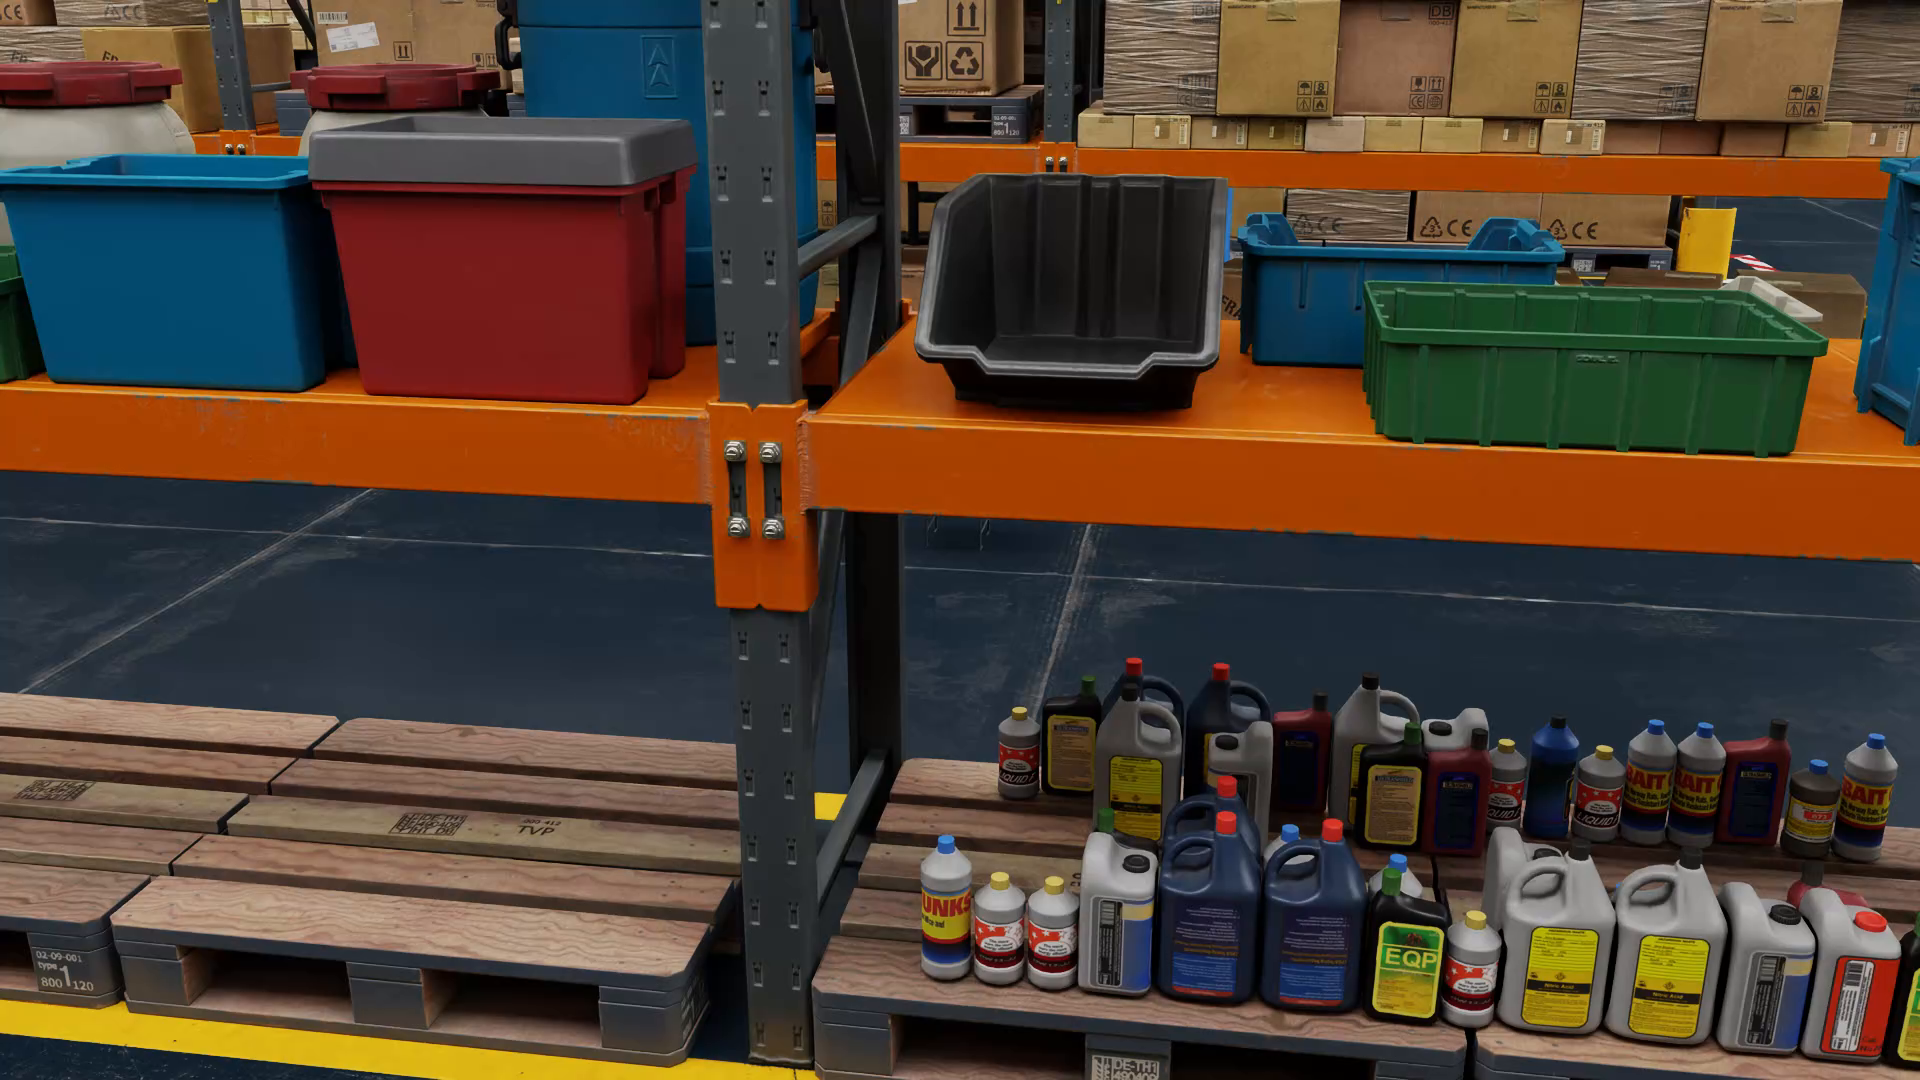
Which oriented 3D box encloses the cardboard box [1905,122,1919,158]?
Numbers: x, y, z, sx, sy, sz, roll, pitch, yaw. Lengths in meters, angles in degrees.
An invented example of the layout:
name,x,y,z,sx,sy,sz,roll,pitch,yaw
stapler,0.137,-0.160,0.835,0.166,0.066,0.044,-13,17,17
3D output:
name,x,y,z,sx,sy,sz,roll,pitch,yaw
cardboard box,4.150,-1.735,7.157,0.250,0.149,0.380,3,19,9

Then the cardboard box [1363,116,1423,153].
name,x,y,z,sx,sy,sz,roll,pitch,yaw
cardboard box,1.918,-1.826,7.430,0.250,0.149,0.380,3,19,9

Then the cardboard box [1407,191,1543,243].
name,x,y,z,sx,sy,sz,roll,pitch,yaw
cardboard box,3.802,-2.702,12.337,0.875,0.875,0.875,3,19,8

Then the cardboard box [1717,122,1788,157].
name,x,y,z,sx,sy,sz,roll,pitch,yaw
cardboard box,3.404,-1.762,7.236,0.250,0.149,0.380,3,19,9

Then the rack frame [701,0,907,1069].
name,x,y,z,sx,sy,sz,roll,pitch,yaw
rack frame,-0.271,-0.554,3.231,0.127,3.000,1.000,3,19,9

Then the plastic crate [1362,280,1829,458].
name,x,y,z,sx,sy,sz,roll,pitch,yaw
plastic crate,1.025,-0.297,2.797,0.662,0.188,0.450,3,19,9

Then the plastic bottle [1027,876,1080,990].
name,x,y,z,sx,sy,sz,roll,pitch,yaw
plastic bottle,0.175,0.728,3.117,0.097,0.201,0.097,0,18,0

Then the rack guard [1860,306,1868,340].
name,x,y,z,sx,sy,sz,roll,pitch,yaw
rack guard,4.389,-0.723,7.675,0.348,0.500,1.175,3,19,9

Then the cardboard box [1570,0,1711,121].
name,x,y,z,sx,sy,sz,roll,pitch,yaw
cardboard box,2.926,-2.155,7.391,0.500,0.500,0.875,3,19,9

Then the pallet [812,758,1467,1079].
name,x,y,z,sx,sy,sz,roll,pitch,yaw
pallet,0.386,0.815,3.534,1.213,0.211,1.003,3,19,9

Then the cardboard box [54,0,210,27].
name,x,y,z,sx,sy,sz,roll,pitch,yaw
cardboard box,-4.154,-2.872,8.421,0.637,0.503,0.797,4,19,11

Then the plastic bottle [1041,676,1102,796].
name,x,y,z,sx,sy,sz,roll,pitch,yaw
plastic bottle,0.257,0.446,3.829,0.133,0.283,0.061,4,19,11

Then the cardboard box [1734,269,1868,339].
name,x,y,z,sx,sy,sz,roll,pitch,yaw
cardboard box,3.850,-0.955,7.707,0.500,0.500,0.500,7,20,19

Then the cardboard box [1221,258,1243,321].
name,x,y,z,sx,sy,sz,roll,pitch,yaw
cardboard box,1.470,-1.060,8.022,0.500,0.500,0.500,9,21,26

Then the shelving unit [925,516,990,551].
name,x,y,z,sx,sy,sz,roll,pitch,yaw
shelving unit,-0.008,-0.427,6.162,0.210,0.900,0.258,3,19,9

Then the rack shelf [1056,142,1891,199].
name,x,y,z,sx,sy,sz,roll,pitch,yaw
rack shelf,2.490,-1.664,7.682,4.000,0.370,1.077,3,19,9

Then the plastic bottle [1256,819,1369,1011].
name,x,y,z,sx,sy,sz,roll,pitch,yaw
plastic bottle,0.647,0.674,3.044,0.185,0.351,0.144,2,19,6

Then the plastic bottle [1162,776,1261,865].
name,x,y,z,sx,sy,sz,roll,pitch,yaw
plastic bottle,0.483,0.619,3.207,0.185,0.351,0.144,3,19,9

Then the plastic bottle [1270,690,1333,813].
name,x,y,z,sx,sy,sz,roll,pitch,yaw
plastic bottle,0.768,0.472,3.751,0.133,0.283,0.061,4,19,12

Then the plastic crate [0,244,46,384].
name,x,y,z,sx,sy,sz,roll,pitch,yaw
plastic crate,-2.035,-0.453,3.263,0.662,0.188,0.450,3,19,9

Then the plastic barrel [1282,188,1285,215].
name,x,y,z,sx,sy,sz,roll,pitch,yaw
plastic barrel,2.765,-2.856,14.172,0.512,0.421,0.421,-15,24,-38

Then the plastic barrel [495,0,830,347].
name,x,y,z,sx,sy,sz,roll,pitch,yaw
plastic barrel,-0.604,-0.906,3.494,0.708,0.901,0.600,3,19,9

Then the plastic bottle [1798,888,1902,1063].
name,x,y,z,sx,sy,sz,roll,pitch,yaw
plastic bottle,1.551,0.754,2.921,0.135,0.276,0.152,3,19,9

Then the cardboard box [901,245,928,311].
name,x,y,z,sx,sy,sz,roll,pitch,yaw
cardboard box,-0.088,-1.167,8.308,0.500,0.500,0.700,1,19,4

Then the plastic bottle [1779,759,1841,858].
name,x,y,z,sx,sy,sz,roll,pitch,yaw
plastic bottle,1.836,0.572,3.584,0.097,0.201,0.097,0,18,0

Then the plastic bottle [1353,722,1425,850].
name,x,y,z,sx,sy,sz,roll,pitch,yaw
plastic bottle,0.928,0.527,3.588,0.133,0.283,0.061,3,19,9

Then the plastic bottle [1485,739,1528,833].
name,x,y,z,sx,sy,sz,roll,pitch,yaw
plastic bottle,1.200,0.539,3.681,0.097,0.201,0.097,0,18,0

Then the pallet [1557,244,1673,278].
name,x,y,z,sx,sy,sz,roll,pitch,yaw
pallet,4.549,-2.146,12.386,1.213,0.211,1.003,3,19,9

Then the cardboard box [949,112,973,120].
name,x,y,z,sx,sy,sz,roll,pitch,yaw
cardboard box,0.181,-5.974,22.510,0.625,0.625,0.875,4,19,10

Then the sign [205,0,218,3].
name,x,y,z,sx,sy,sz,roll,pitch,yaw
sign,-3.519,-2.682,7.767,0.005,0.325,0.100,3,19,9

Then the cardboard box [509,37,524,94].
name,x,y,z,sx,sy,sz,roll,pitch,yaw
cardboard box,-1.816,-2.279,7.960,0.500,0.250,0.500,2,19,7

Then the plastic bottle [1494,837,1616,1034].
name,x,y,z,sx,sy,sz,roll,pitch,yaw
plastic bottle,1.066,0.695,2.980,0.185,0.351,0.144,3,19,8

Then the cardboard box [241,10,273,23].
name,x,y,z,sx,sy,sz,roll,pitch,yaw
cardboard box,-5.413,-4.076,13.023,0.250,0.149,0.380,2,19,6

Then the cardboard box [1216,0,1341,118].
name,x,y,z,sx,sy,sz,roll,pitch,yaw
cardboard box,1.437,-2.216,7.572,0.500,0.500,0.875,3,19,9

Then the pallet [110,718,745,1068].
name,x,y,z,sx,sy,sz,roll,pitch,yaw
pallet,-1.052,0.741,3.756,1.213,0.211,1.003,3,19,9

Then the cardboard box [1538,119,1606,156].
name,x,y,z,sx,sy,sz,roll,pitch,yaw
cardboard box,2.652,-1.777,7.284,0.250,0.149,0.380,3,19,9

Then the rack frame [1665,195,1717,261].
name,x,y,z,sx,sy,sz,roll,pitch,yaw
rack frame,5.351,-3.453,11.896,0.127,3.000,1.000,3,19,9

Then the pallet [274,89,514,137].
name,x,y,z,sx,sy,sz,roll,pitch,yaw
pallet,-2.714,-2.214,8.494,1.003,0.211,1.213,3,19,9

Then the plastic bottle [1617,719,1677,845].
name,x,y,z,sx,sy,sz,roll,pitch,yaw
plastic bottle,1.501,0.521,3.624,0.097,0.271,0.097,0,18,0

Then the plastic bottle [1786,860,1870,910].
name,x,y,z,sx,sy,sz,roll,pitch,yaw
plastic bottle,1.568,0.717,3.020,0.133,0.283,0.061,3,19,9

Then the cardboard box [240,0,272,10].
name,x,y,z,sx,sy,sz,roll,pitch,yaw
cardboard box,-5.406,-4.216,12.973,0.250,0.149,0.380,3,19,8

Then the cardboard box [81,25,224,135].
name,x,y,z,sx,sy,sz,roll,pitch,yaw
cardboard box,-3.961,-2.302,8.297,0.500,0.500,0.500,4,19,10

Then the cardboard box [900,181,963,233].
name,x,y,z,sx,sy,sz,roll,pitch,yaw
cardboard box,-0.178,-2.840,12.946,0.750,0.750,1.050,3,19,9

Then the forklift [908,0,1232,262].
name,x,y,z,sx,sy,sz,roll,pitch,yaw
forklift,0.156,-2.913,10.391,3.031,2.935,1.130,8,20,23

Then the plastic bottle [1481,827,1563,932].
name,x,y,z,sx,sy,sz,roll,pitch,yaw
plastic bottle,1.065,0.683,3.134,0.135,0.276,0.152,3,19,9

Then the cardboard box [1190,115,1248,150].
name,x,y,z,sx,sy,sz,roll,pitch,yaw
cardboard box,1.175,-1.861,7.533,0.250,0.149,0.380,3,19,9
